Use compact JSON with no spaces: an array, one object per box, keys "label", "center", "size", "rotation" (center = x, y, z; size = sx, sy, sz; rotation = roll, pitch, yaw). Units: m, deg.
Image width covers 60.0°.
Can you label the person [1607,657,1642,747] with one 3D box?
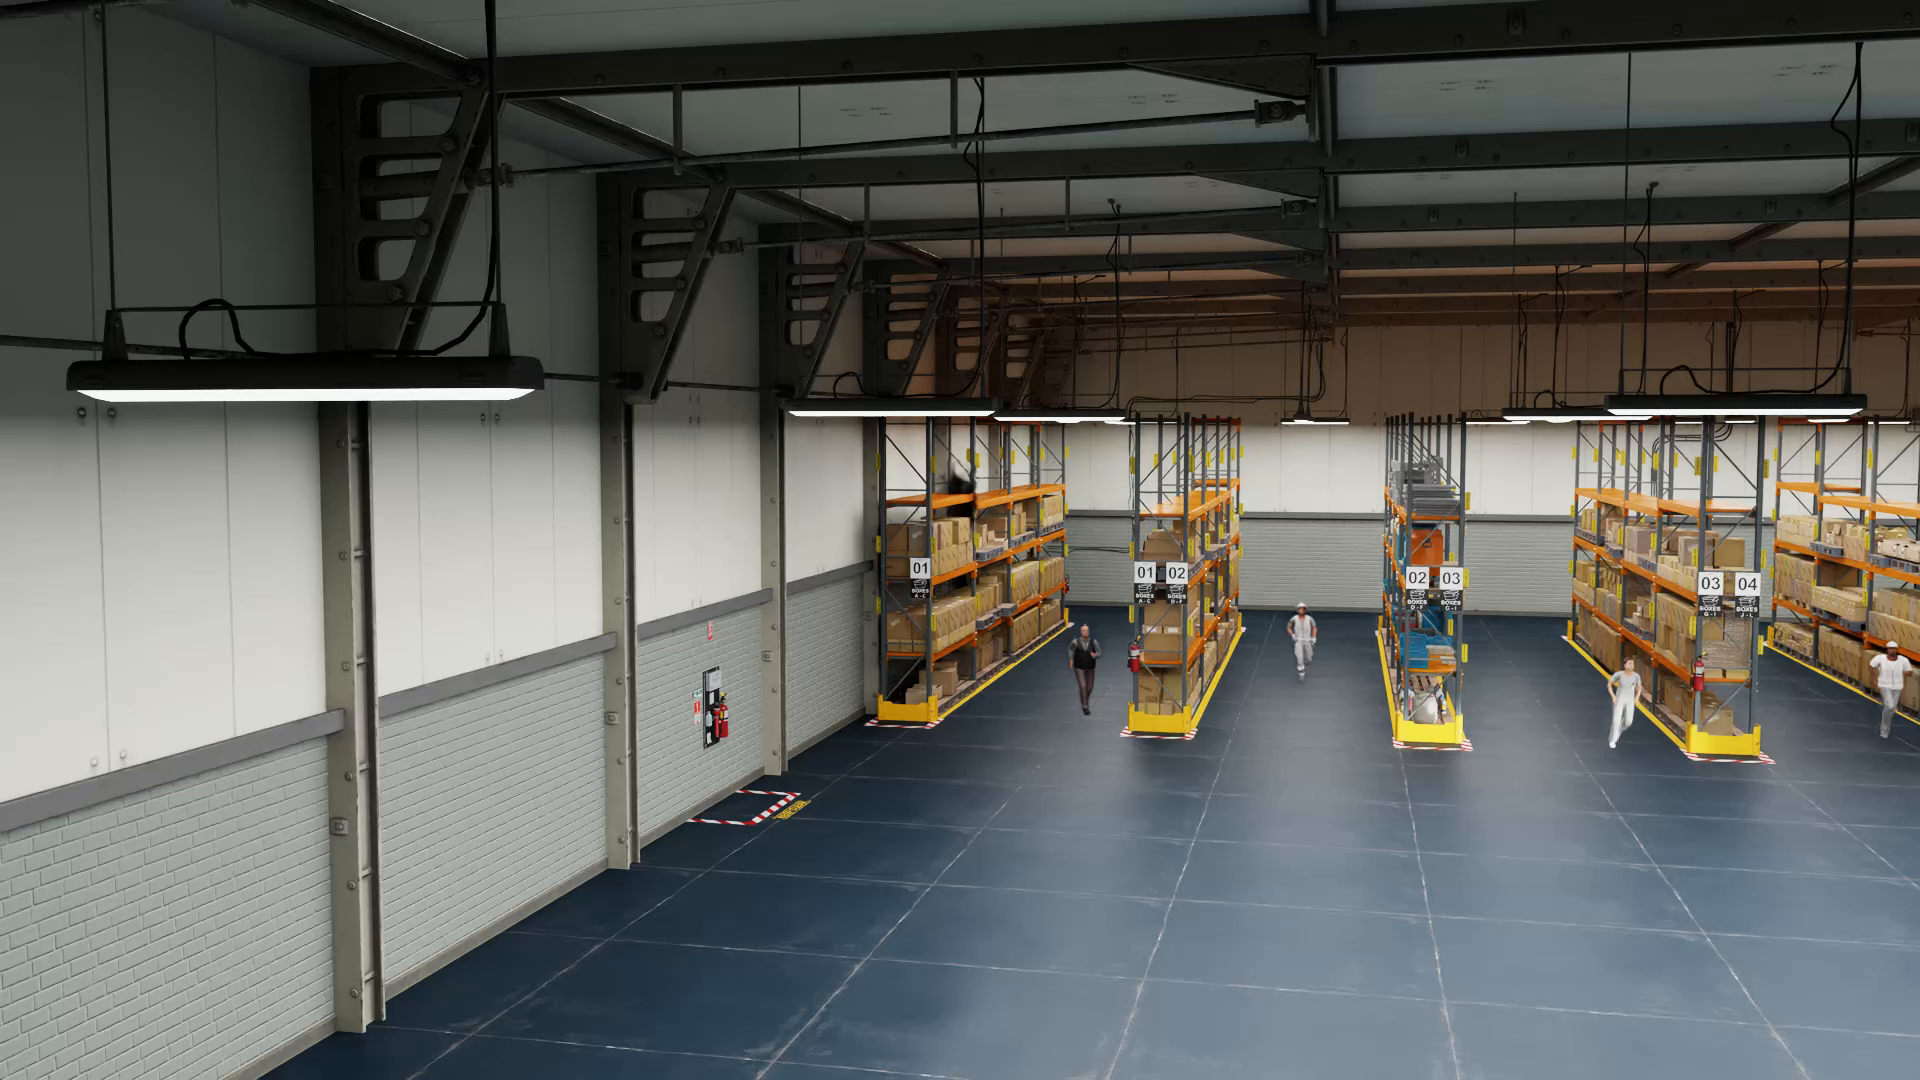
[{"label":"person","center":[11.931,2.911,29.834],"size":[0.616,1.626,0.533],"rotation":[1,4,8]}]

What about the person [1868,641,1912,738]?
[{"label":"person","center":[17.259,2.777,30.803],"size":[0.661,1.825,0.749],"rotation":[1,4,12]}]

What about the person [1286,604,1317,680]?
[{"label":"person","center":[7.786,2.306,37.901],"size":[0.676,1.724,0.675],"rotation":[0,4,1]}]

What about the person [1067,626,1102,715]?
[{"label":"person","center":[2.447,2.524,32.602],"size":[0.657,1.705,0.948],"rotation":[0,4,-6]}]
